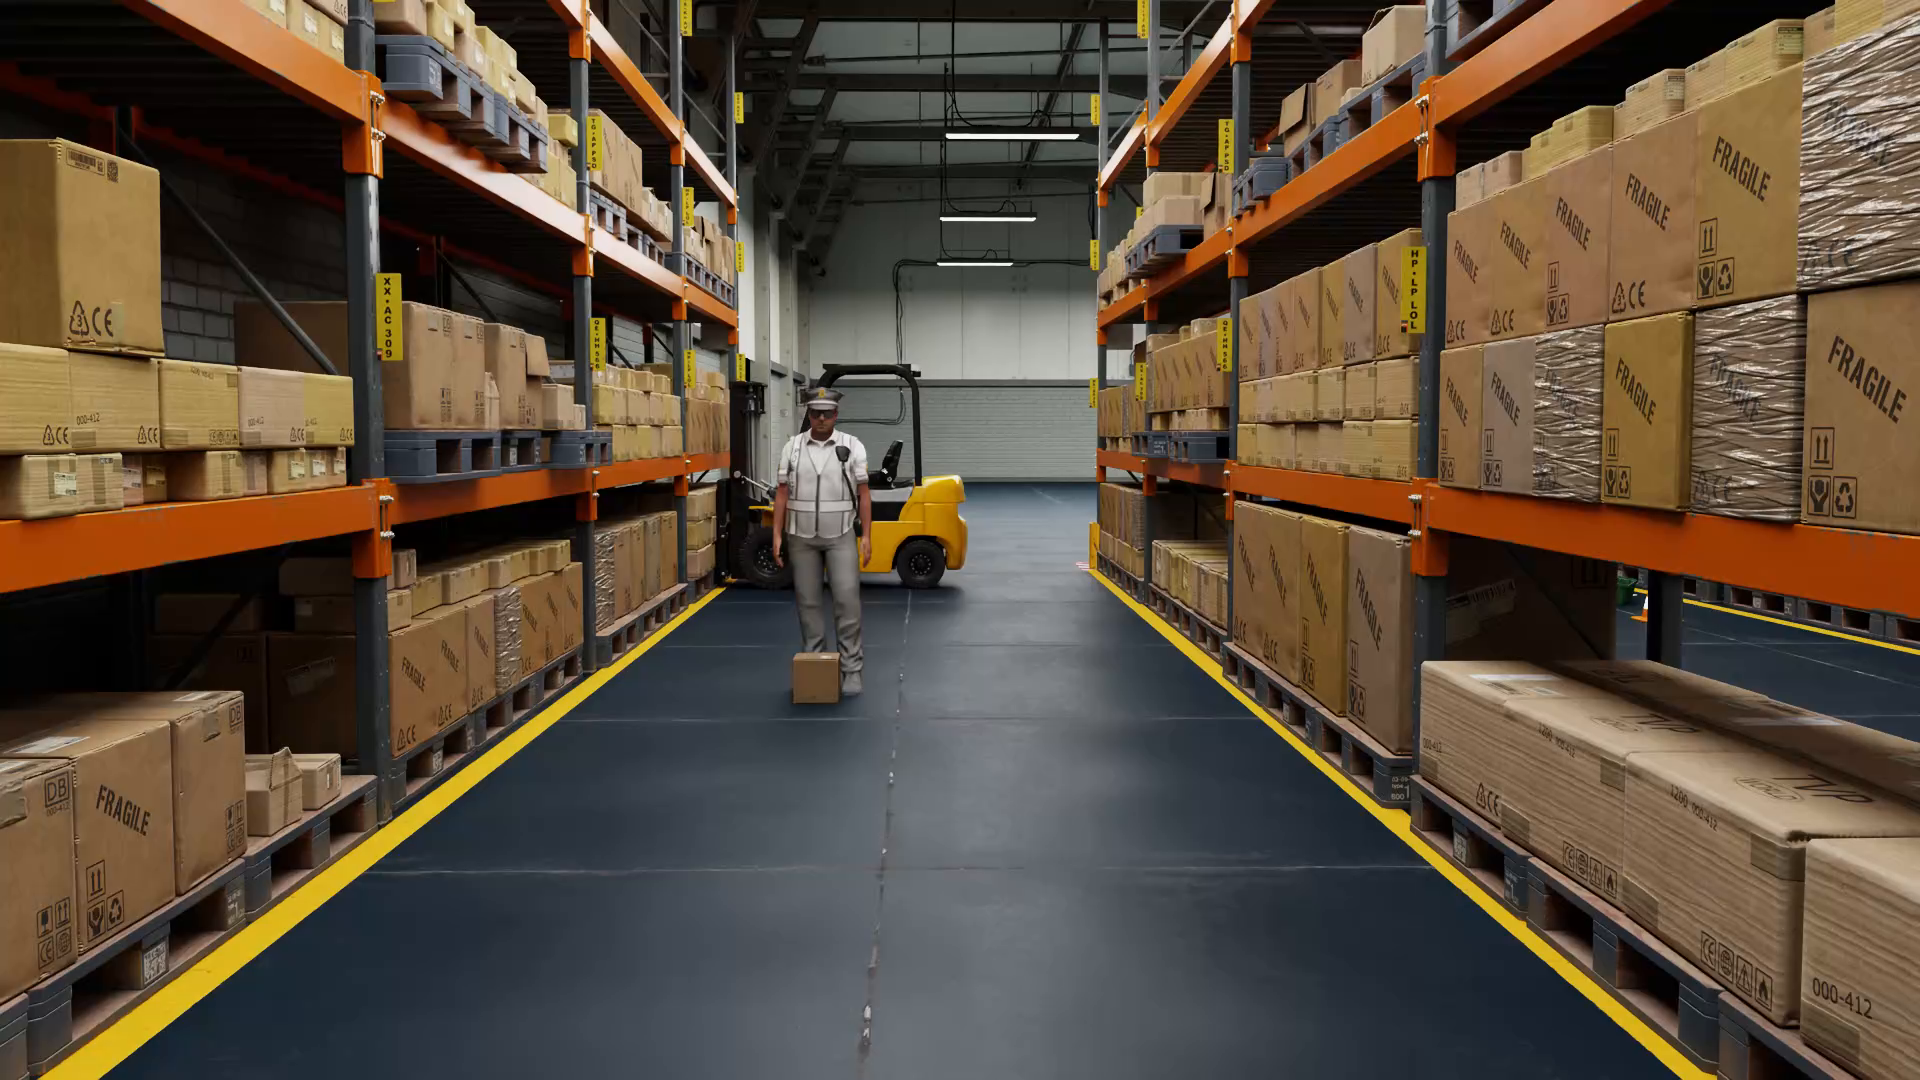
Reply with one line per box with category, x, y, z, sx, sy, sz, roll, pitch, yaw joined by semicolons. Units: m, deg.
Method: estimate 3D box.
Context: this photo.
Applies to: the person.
person;-0.818;0.003;9.720;0.581;1.784;0.534;0;4;4
